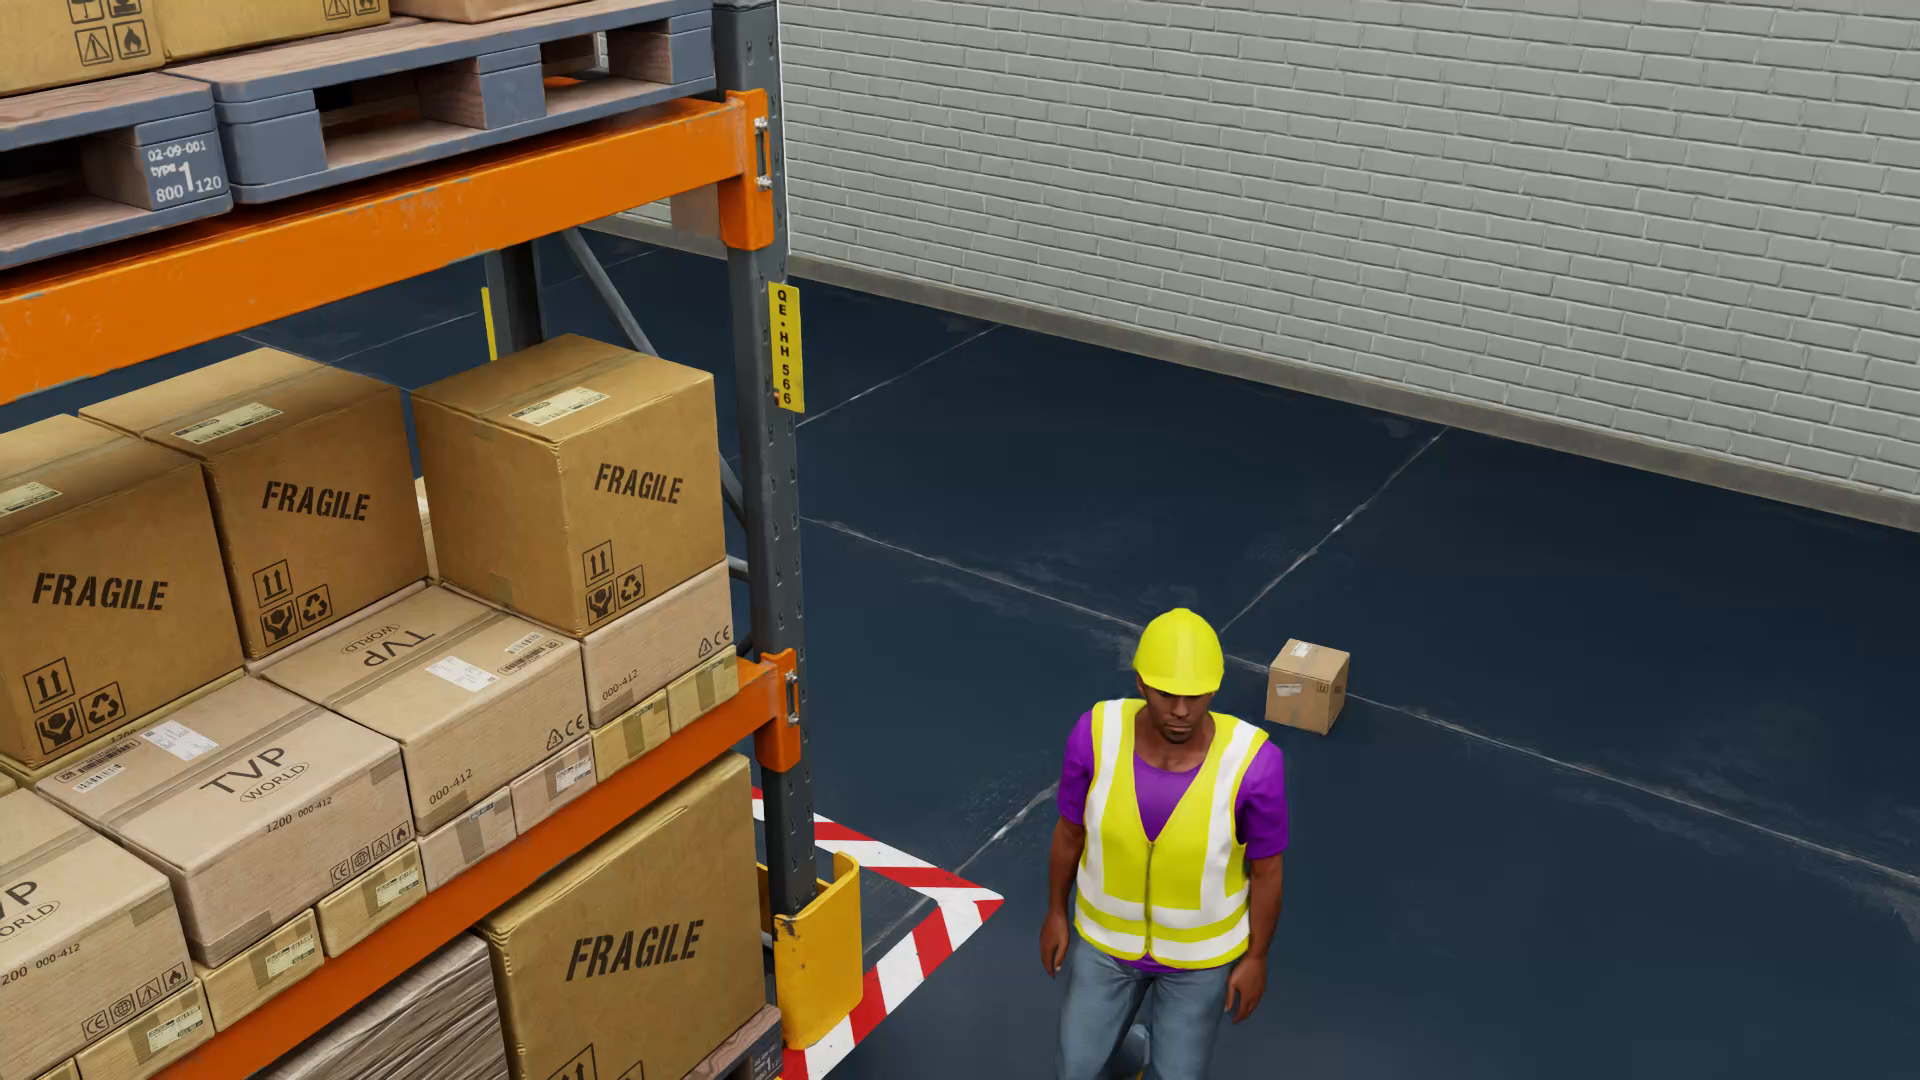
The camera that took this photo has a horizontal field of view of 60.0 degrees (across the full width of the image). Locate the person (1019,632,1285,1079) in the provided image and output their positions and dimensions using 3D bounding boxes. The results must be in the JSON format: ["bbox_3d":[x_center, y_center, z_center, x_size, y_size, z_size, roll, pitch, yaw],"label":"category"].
[{"bbox_3d":[0.426,1.040,3.999,0.656,1.788,0.463,9,28,17],"label":"person"}]
